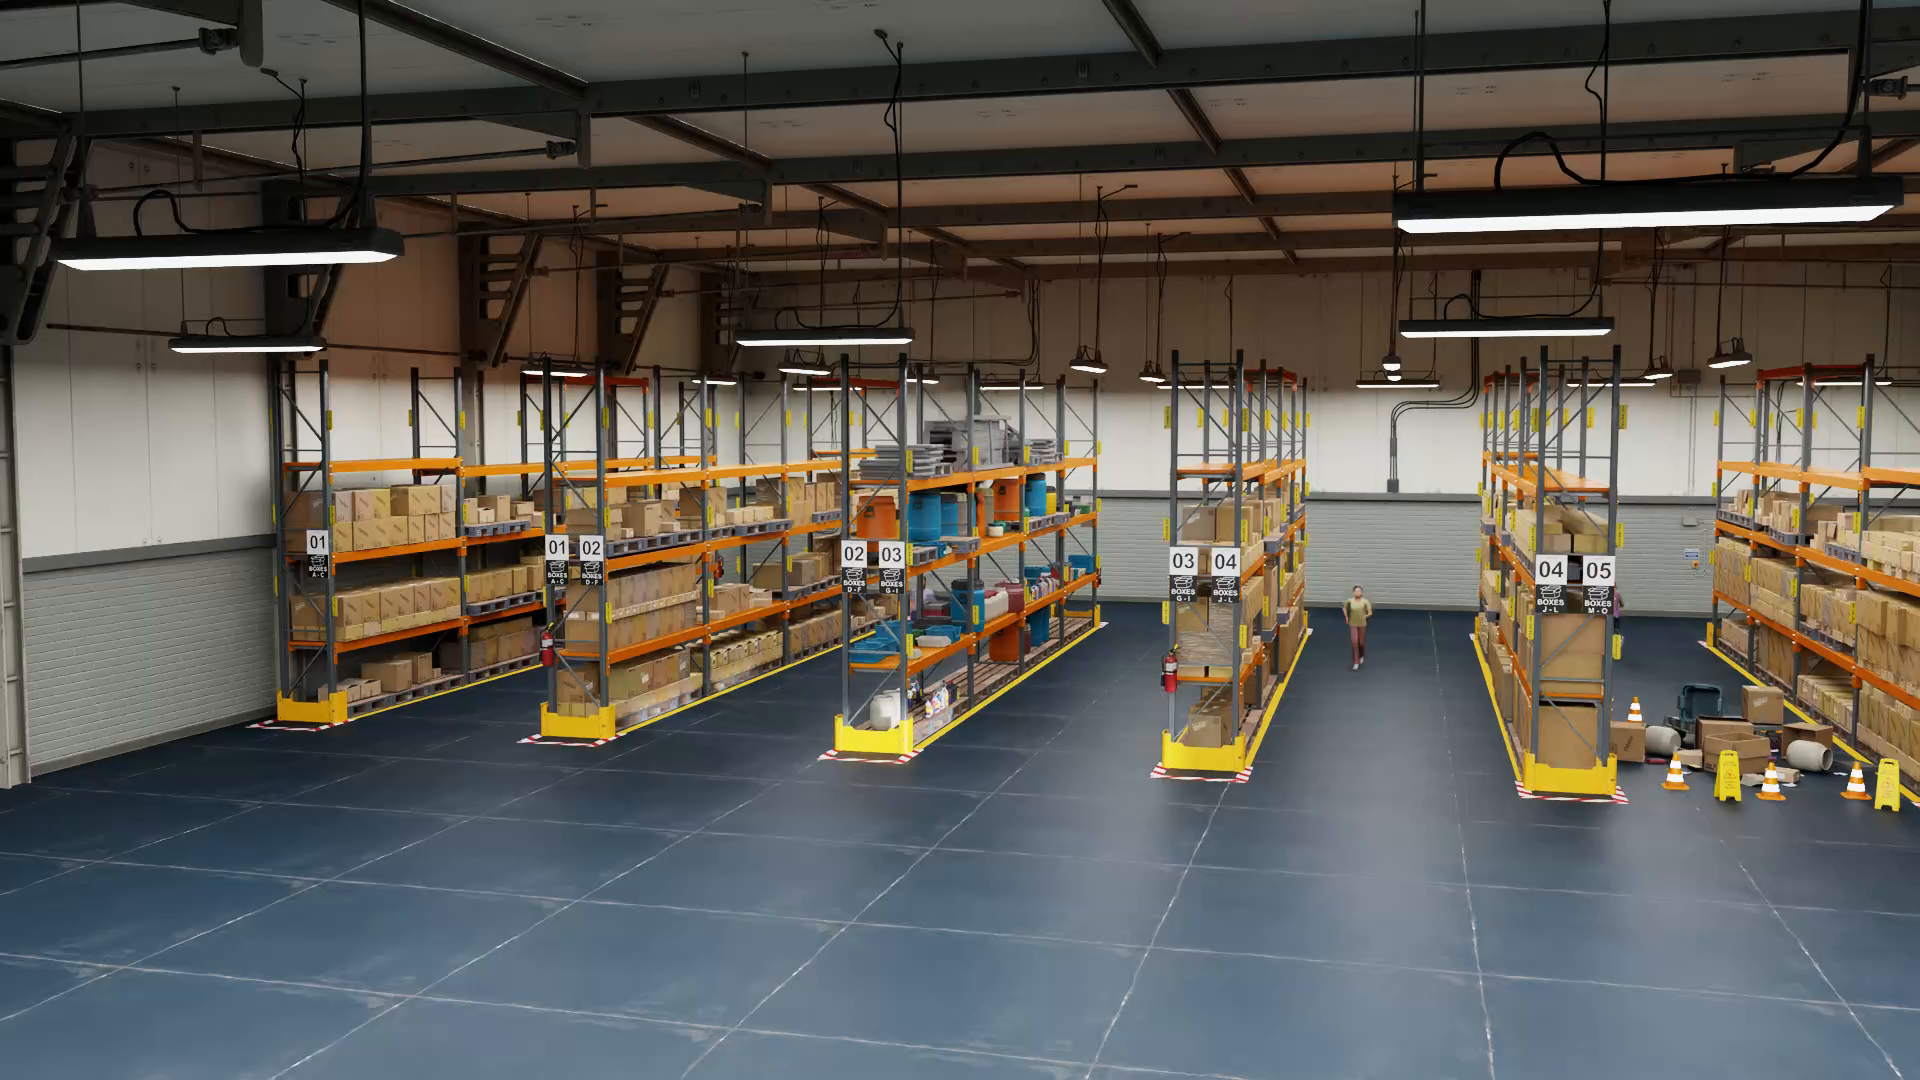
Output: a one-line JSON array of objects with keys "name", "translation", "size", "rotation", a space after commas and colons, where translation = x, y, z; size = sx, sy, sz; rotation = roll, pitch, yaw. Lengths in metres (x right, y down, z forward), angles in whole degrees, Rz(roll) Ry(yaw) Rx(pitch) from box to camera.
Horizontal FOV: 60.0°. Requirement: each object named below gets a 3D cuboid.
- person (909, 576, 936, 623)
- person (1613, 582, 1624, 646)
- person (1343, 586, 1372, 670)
[{"name": "person", "translation": [-0.751, 1.560, 32.610], "size": [0.593, 1.709, 0.765], "rotation": [1, 4, 10]}, {"name": "person", "translation": [13.990, 1.671, 35.660], "size": [0.517, 1.584, 0.983], "rotation": [0, 4, 2]}, {"name": "person", "translation": [8.044, 1.752, 33.668], "size": [0.582, 1.672, 0.805], "rotation": [1, 4, 15]}]
